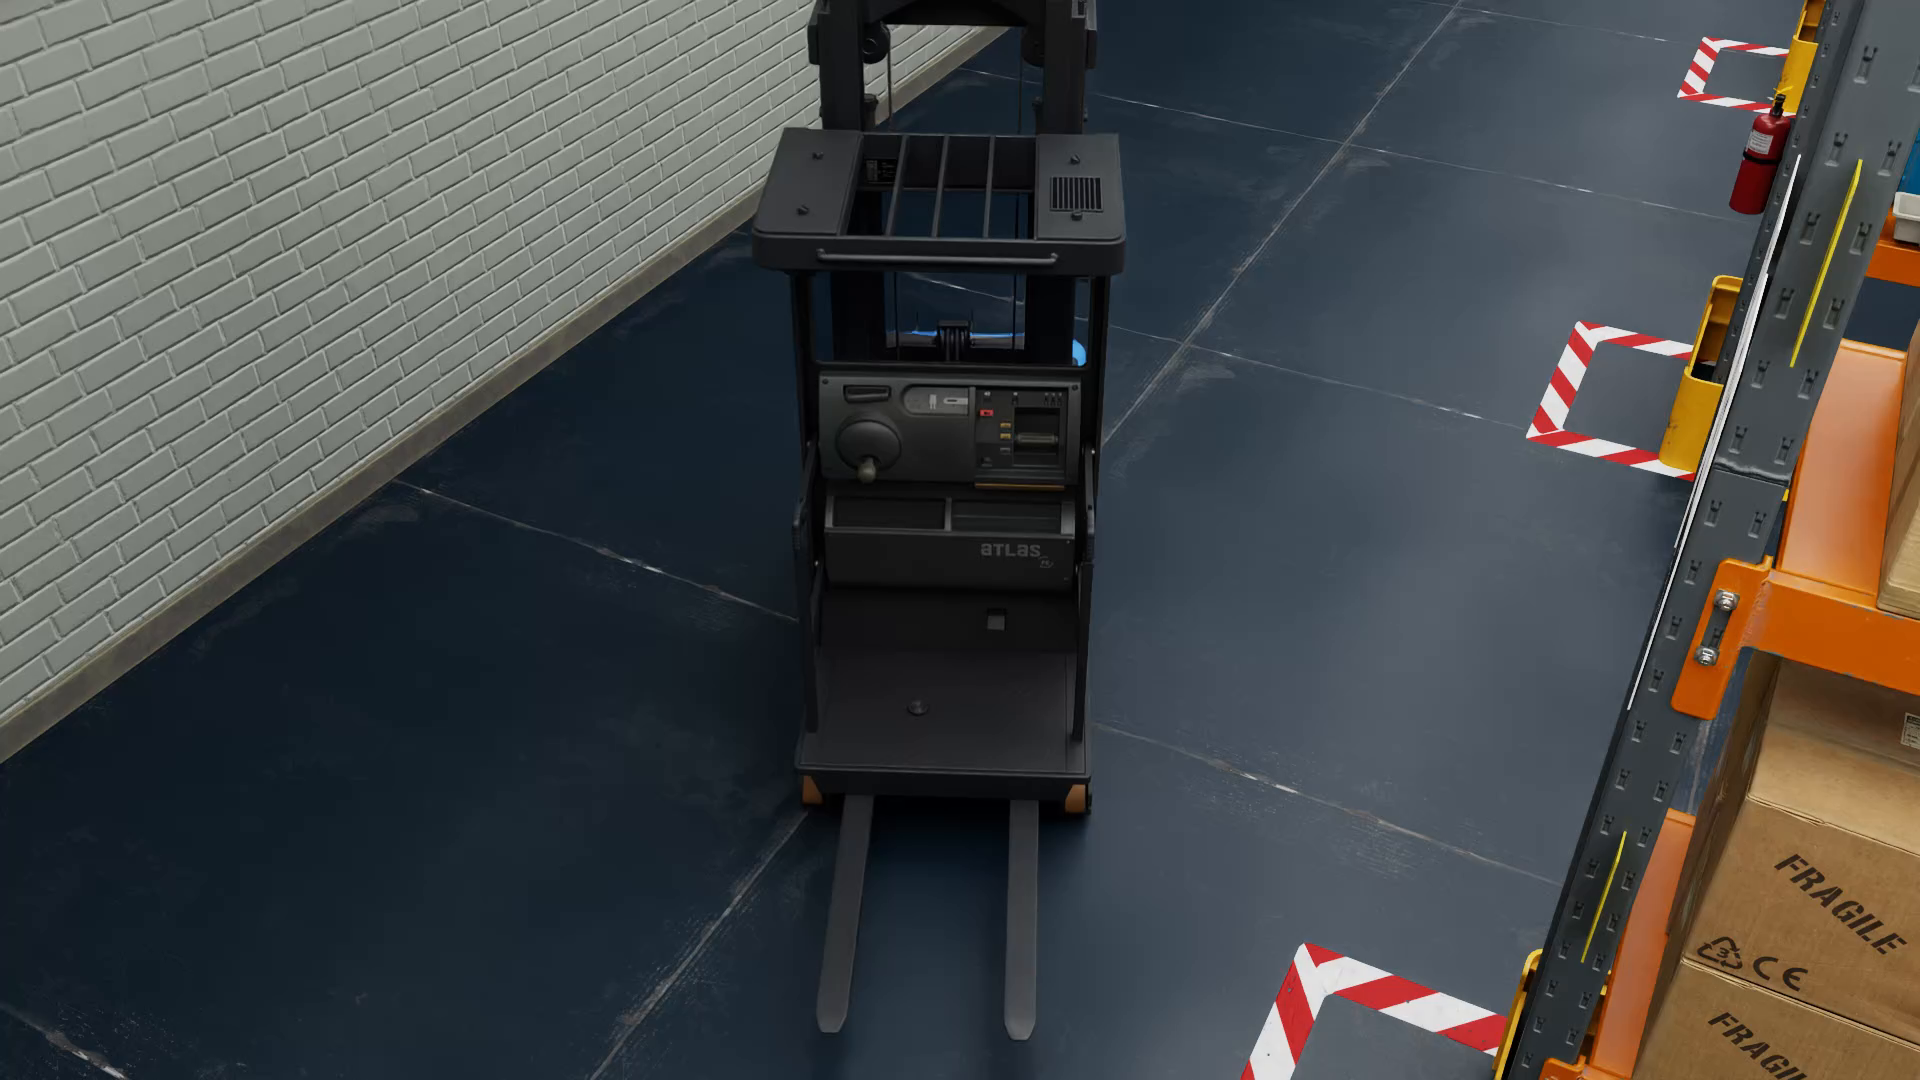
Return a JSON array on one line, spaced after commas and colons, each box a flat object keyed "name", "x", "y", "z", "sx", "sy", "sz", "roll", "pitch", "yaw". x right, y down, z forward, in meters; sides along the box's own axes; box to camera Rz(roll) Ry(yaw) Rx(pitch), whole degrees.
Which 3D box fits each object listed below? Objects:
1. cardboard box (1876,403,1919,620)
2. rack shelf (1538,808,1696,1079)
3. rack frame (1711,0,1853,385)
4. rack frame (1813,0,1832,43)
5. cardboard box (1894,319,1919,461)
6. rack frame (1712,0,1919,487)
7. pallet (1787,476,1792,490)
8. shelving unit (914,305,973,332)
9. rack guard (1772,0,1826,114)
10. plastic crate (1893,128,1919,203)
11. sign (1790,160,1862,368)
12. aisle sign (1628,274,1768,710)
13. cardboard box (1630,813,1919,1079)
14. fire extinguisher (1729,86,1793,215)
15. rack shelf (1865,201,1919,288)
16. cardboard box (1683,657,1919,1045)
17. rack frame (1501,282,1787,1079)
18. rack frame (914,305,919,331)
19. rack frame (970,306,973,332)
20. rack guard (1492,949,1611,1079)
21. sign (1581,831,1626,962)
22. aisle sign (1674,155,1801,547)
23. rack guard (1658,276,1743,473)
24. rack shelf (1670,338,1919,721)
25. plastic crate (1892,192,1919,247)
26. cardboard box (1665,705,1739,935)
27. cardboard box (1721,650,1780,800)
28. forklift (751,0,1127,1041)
[{"name": "cardboard box", "x": 1.962, "y": -0.039, "z": 2.964, "sx": 0.500, "sy": 0.250, "sz": 0.500, "roll": 17, "pitch": 41, "yaw": 21}, {"name": "rack shelf", "x": 3.398, "y": 1.659, "z": 3.679, "sx": 4.000, "sy": 0.370, "sz": 1.077, "roll": 17, "pitch": 41, "yaw": 21}, {"name": "rack frame", "x": 3.904, "y": -1.842, "z": 7.696, "sx": 0.127, "sy": 3.000, "sz": 1.000, "roll": 17, "pitch": 41, "yaw": 21}, {"name": "rack frame", "x": 6.181, "y": -4.501, "z": 11.199, "sx": 0.127, "sy": 3.000, "sz": 1.000, "roll": 17, "pitch": 41, "yaw": 21}, {"name": "cardboard box", "x": 2.200, "y": -0.317, "z": 3.330, "sx": 0.500, "sy": 0.250, "sz": 0.500, "roll": 17, "pitch": 41, "yaw": 21}, {"name": "rack frame", "x": 1.622, "y": -1.573, "z": 2.380, "sx": 0.127, "sy": 3.000, "sz": 1.000, "roll": 17, "pitch": 41, "yaw": 21}, {"name": "pallet", "x": 4.618, "y": -0.481, "z": 8.209, "sx": 1.213, "sy": 0.211, "sz": 1.003, "roll": 17, "pitch": 41, "yaw": 21}, {"name": "shelving unit", "x": -0.070, "y": -0.564, "z": 7.625, "sx": 0.252, "sy": 1.050, "sz": 0.215, "roll": 1, "pitch": 37, "yaw": 1}, {"name": "rack guard", "x": 6.160, "y": -3.512, "z": 11.964, "sx": 0.348, "sy": 0.500, "sz": 1.175, "roll": 17, "pitch": 41, "yaw": 21}, {"name": "plastic crate", "x": 4.287, "y": -1.887, "z": 7.676, "sx": 0.499, "sy": 0.435, "sz": 0.616, "roll": 17, "pitch": 41, "yaw": 21}, {"name": "sign", "x": 1.373, "y": -0.435, "z": 2.639, "sx": 0.005, "sy": 0.325, "sz": 0.100, "roll": 17, "pitch": 41, "yaw": 21}, {"name": "aisle sign", "x": 1.427, "y": -0.081, "z": 3.225, "sx": 0.004, "sy": 0.787, "sz": 0.394, "roll": 17, "pitch": 41, "yaw": 21}, {"name": "cardboard box", "x": 1.895, "y": 1.041, "z": 3.814, "sx": 0.500, "sy": 0.500, "sz": 0.500, "roll": 18, "pitch": 41, "yaw": 22}, {"name": "fire extinguisher", "x": 3.979, "y": -1.949, "z": 8.209, "sx": 0.183, "sy": 0.674, "sz": 0.296, "roll": 17, "pitch": 41, "yaw": 21}, {"name": "rack shelf", "x": 5.680, "y": -0.999, "z": 7.181, "sx": 4.000, "sy": 0.370, "sz": 1.077, "roll": 17, "pitch": 41, "yaw": 21}, {"name": "cardboard box", "x": 1.895, "y": 0.643, "z": 3.512, "sx": 0.500, "sy": 0.500, "sz": 0.500, "roll": 19, "pitch": 41, "yaw": 23}, {"name": "rack frame", "x": 1.622, "y": 0.816, "z": 4.194, "sx": 0.127, "sy": 3.000, "sz": 1.000, "roll": 17, "pitch": 41, "yaw": 21}, {"name": "rack frame", "x": -0.192, "y": -0.566, "z": 7.628, "sx": 0.008, "sy": 1.050, "sz": 0.200, "roll": 1, "pitch": 37, "yaw": 1}, {"name": "rack frame", "x": 0.052, "y": -0.562, "z": 7.622, "sx": 0.008, "sy": 1.050, "sz": 0.200, "roll": 1, "pitch": 37, "yaw": 1}, {"name": "rack guard", "x": 1.690, "y": 1.833, "z": 4.922, "sx": 0.348, "sy": 0.500, "sz": 1.175, "roll": 17, "pitch": 41, "yaw": 21}, {"name": "sign", "x": 1.373, "y": 0.763, "z": 3.548, "sx": 0.005, "sy": 0.325, "sz": 0.100, "roll": 17, "pitch": 41, "yaw": 21}, {"name": "aisle sign", "x": 1.703, "y": -0.403, "z": 3.649, "sx": 0.004, "sy": 0.787, "sz": 0.394, "roll": 17, "pitch": 41, "yaw": 21}, {"name": "rack guard", "x": 3.876, "y": -0.846, "z": 8.451, "sx": 0.348, "sy": 0.500, "sz": 1.175, "roll": 17, "pitch": 41, "yaw": 21}, {"name": "rack shelf", "x": 3.398, "y": 0.464, "z": 2.772, "sx": 4.000, "sy": 0.370, "sz": 1.077, "roll": 17, "pitch": 41, "yaw": 21}, {"name": "plastic crate", "x": 4.218, "y": -1.382, "z": 7.258, "sx": 0.298, "sy": 0.136, "sz": 0.250, "roll": 17, "pitch": 41, "yaw": 21}, {"name": "cardboard box", "x": 2.145, "y": 0.755, "z": 4.192, "sx": 0.500, "sy": 0.500, "sz": 0.500, "roll": 19, "pitch": 41, "yaw": 23}, {"name": "cardboard box", "x": 2.144, "y": 0.354, "z": 3.893, "sx": 0.500, "sy": 0.500, "sz": 0.500, "roll": 17, "pitch": 40, "yaw": 21}, {"name": "forklift", "x": -0.045, "y": -0.323, "z": 5.751, "sx": 1.130, "sy": 2.935, "sz": 3.031, "roll": 2, "pitch": 37, "yaw": 2}]
